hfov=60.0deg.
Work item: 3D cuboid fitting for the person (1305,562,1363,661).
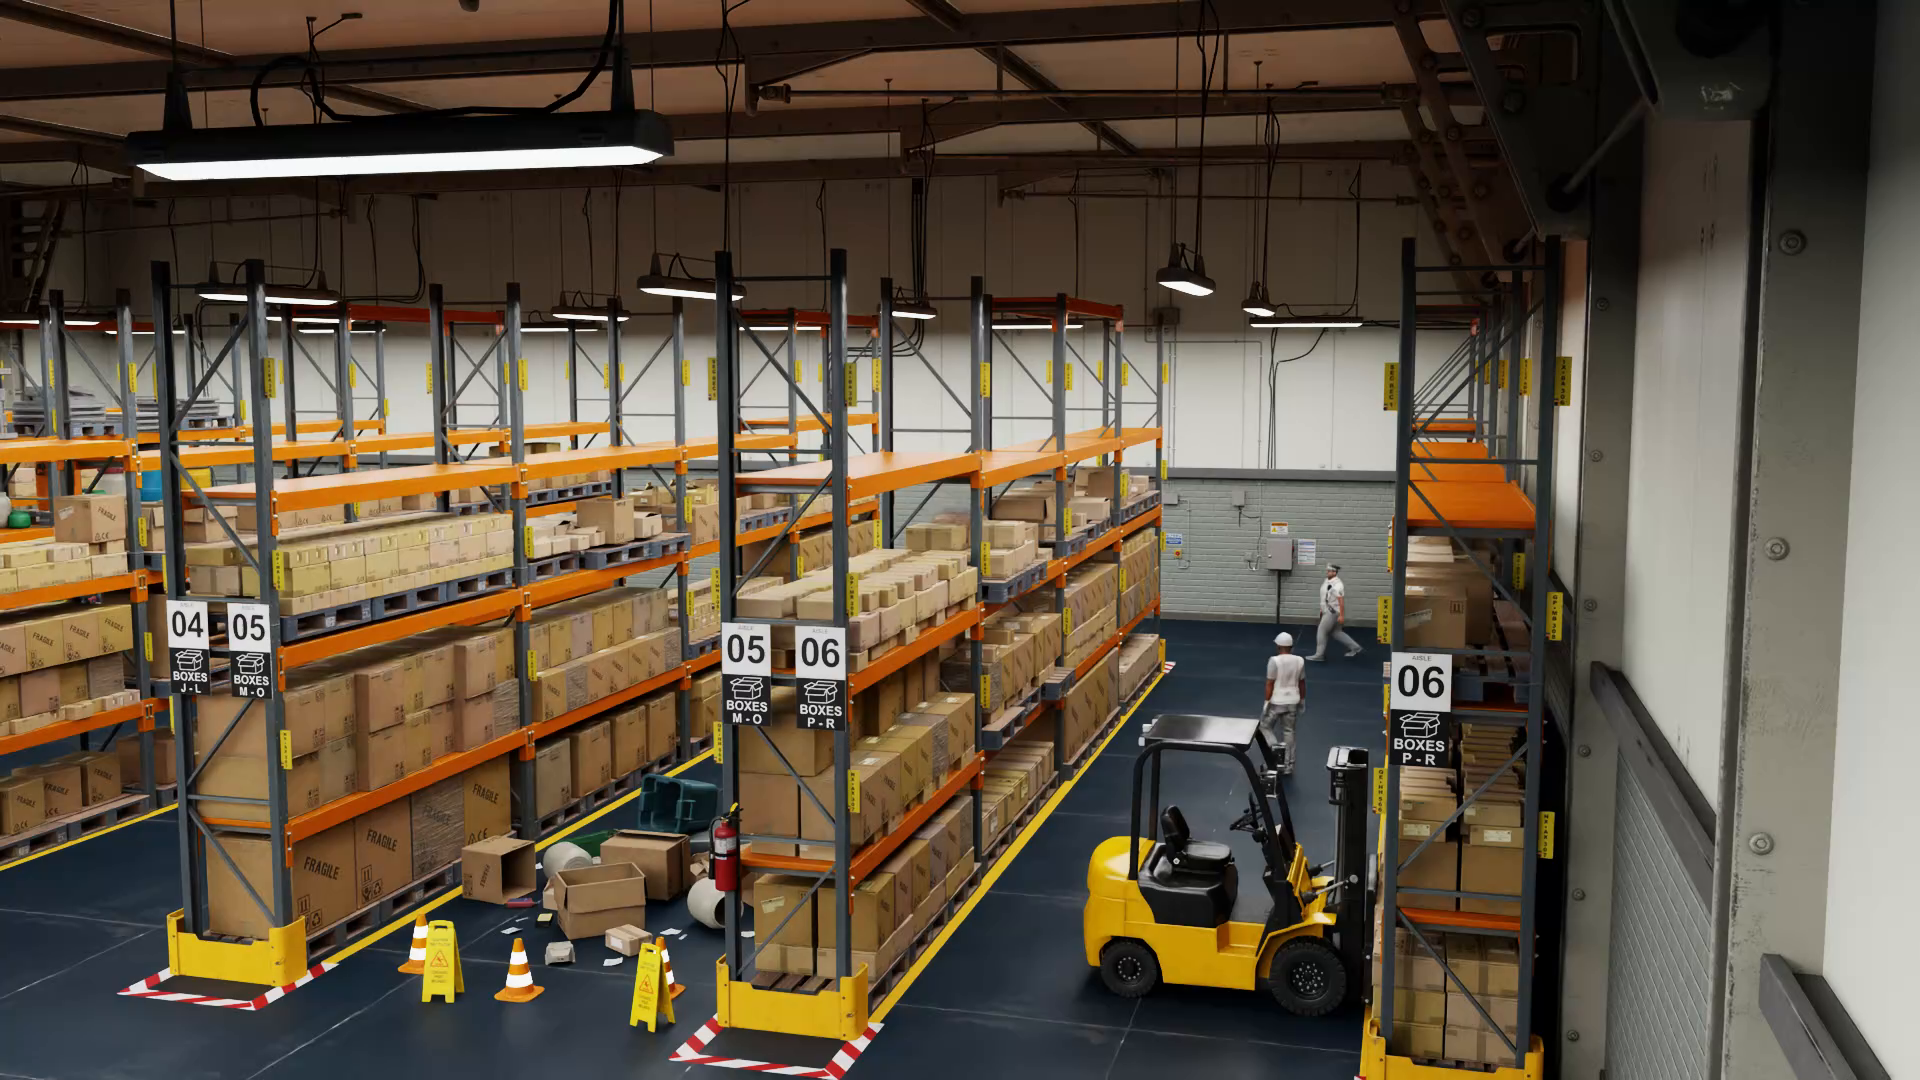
[{"bbox_3d":[6.513,1.238,28.892,0.986,1.730,0.531,1,6,9],"label":"person"}]

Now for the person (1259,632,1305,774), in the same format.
[{"bbox_3d":[4.097,2.062,20.989,0.609,1.785,0.468,-2,6,-20],"label":"person"}]
